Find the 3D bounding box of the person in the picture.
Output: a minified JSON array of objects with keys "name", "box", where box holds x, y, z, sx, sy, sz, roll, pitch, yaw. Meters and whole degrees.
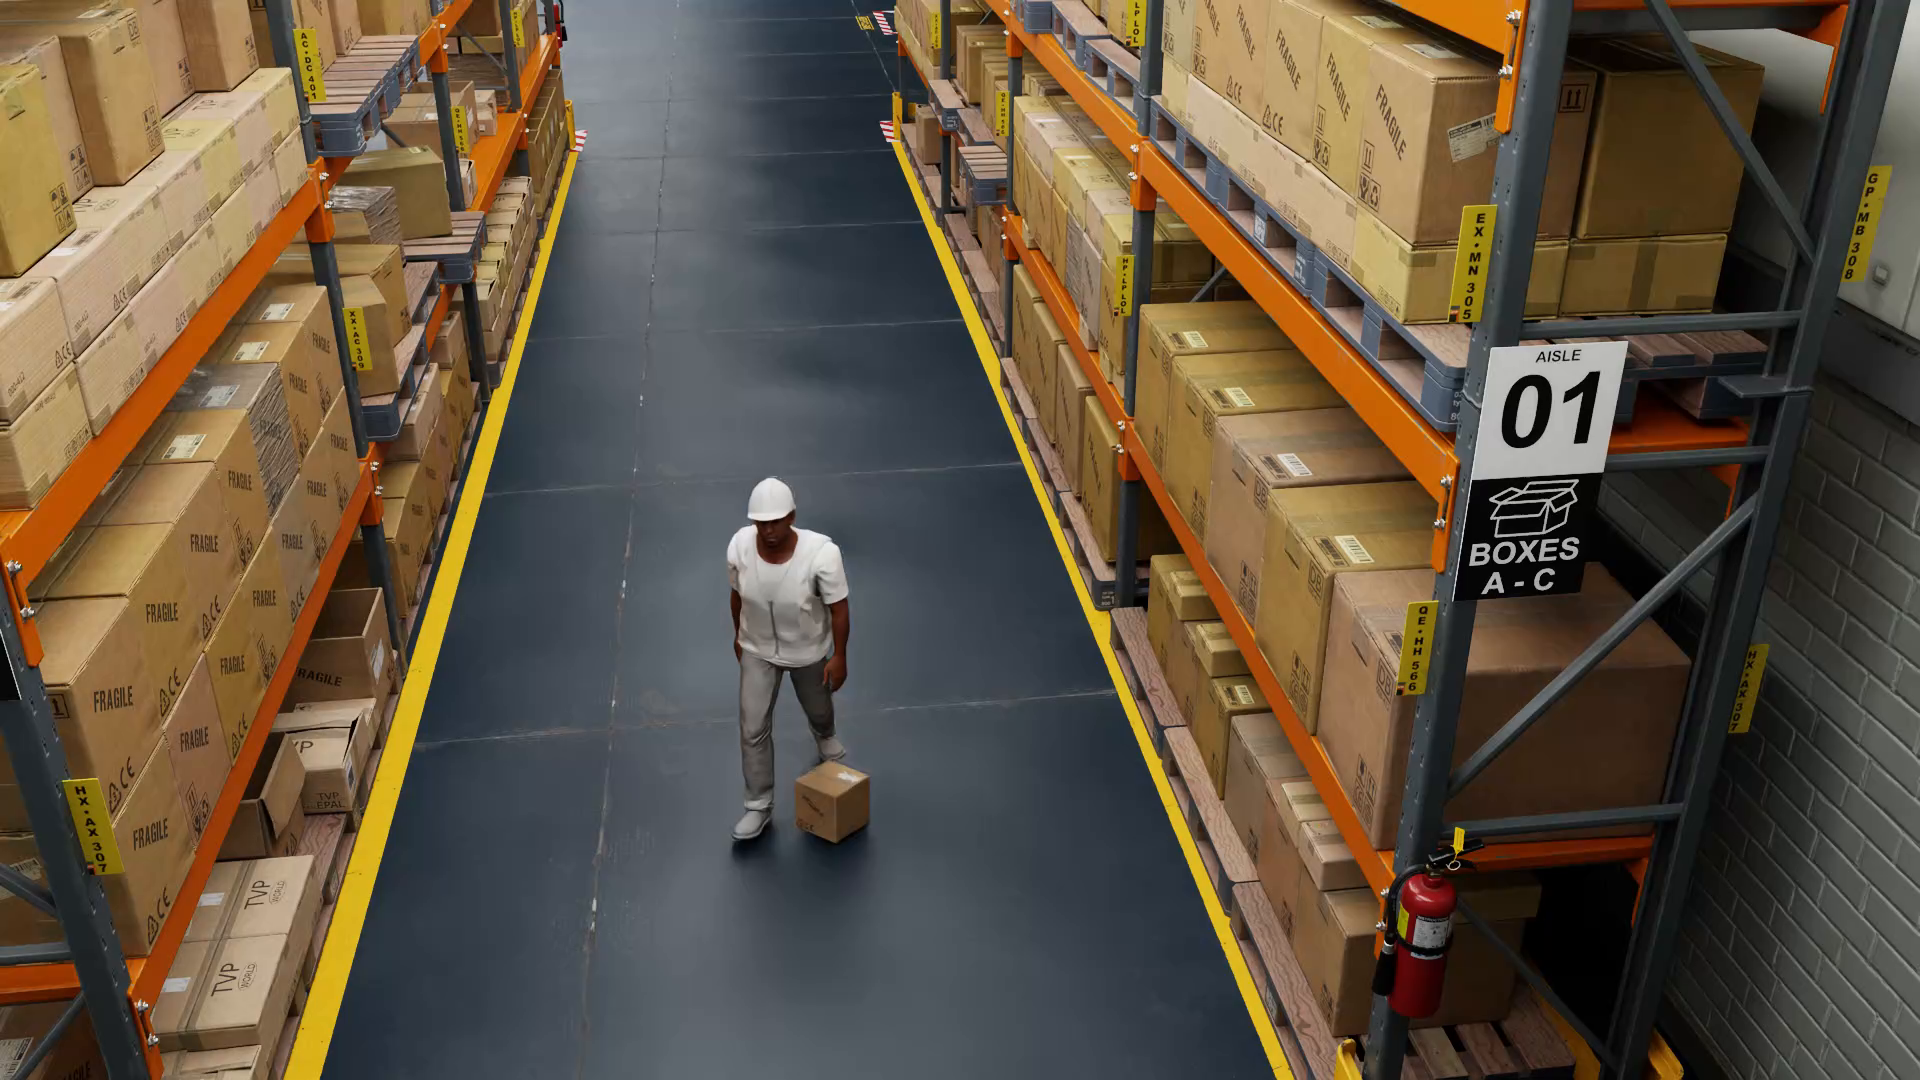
[{"name":"person","box":[-0.787,0.477,7.684,0.593,1.727,0.944,3,27,7]}]
